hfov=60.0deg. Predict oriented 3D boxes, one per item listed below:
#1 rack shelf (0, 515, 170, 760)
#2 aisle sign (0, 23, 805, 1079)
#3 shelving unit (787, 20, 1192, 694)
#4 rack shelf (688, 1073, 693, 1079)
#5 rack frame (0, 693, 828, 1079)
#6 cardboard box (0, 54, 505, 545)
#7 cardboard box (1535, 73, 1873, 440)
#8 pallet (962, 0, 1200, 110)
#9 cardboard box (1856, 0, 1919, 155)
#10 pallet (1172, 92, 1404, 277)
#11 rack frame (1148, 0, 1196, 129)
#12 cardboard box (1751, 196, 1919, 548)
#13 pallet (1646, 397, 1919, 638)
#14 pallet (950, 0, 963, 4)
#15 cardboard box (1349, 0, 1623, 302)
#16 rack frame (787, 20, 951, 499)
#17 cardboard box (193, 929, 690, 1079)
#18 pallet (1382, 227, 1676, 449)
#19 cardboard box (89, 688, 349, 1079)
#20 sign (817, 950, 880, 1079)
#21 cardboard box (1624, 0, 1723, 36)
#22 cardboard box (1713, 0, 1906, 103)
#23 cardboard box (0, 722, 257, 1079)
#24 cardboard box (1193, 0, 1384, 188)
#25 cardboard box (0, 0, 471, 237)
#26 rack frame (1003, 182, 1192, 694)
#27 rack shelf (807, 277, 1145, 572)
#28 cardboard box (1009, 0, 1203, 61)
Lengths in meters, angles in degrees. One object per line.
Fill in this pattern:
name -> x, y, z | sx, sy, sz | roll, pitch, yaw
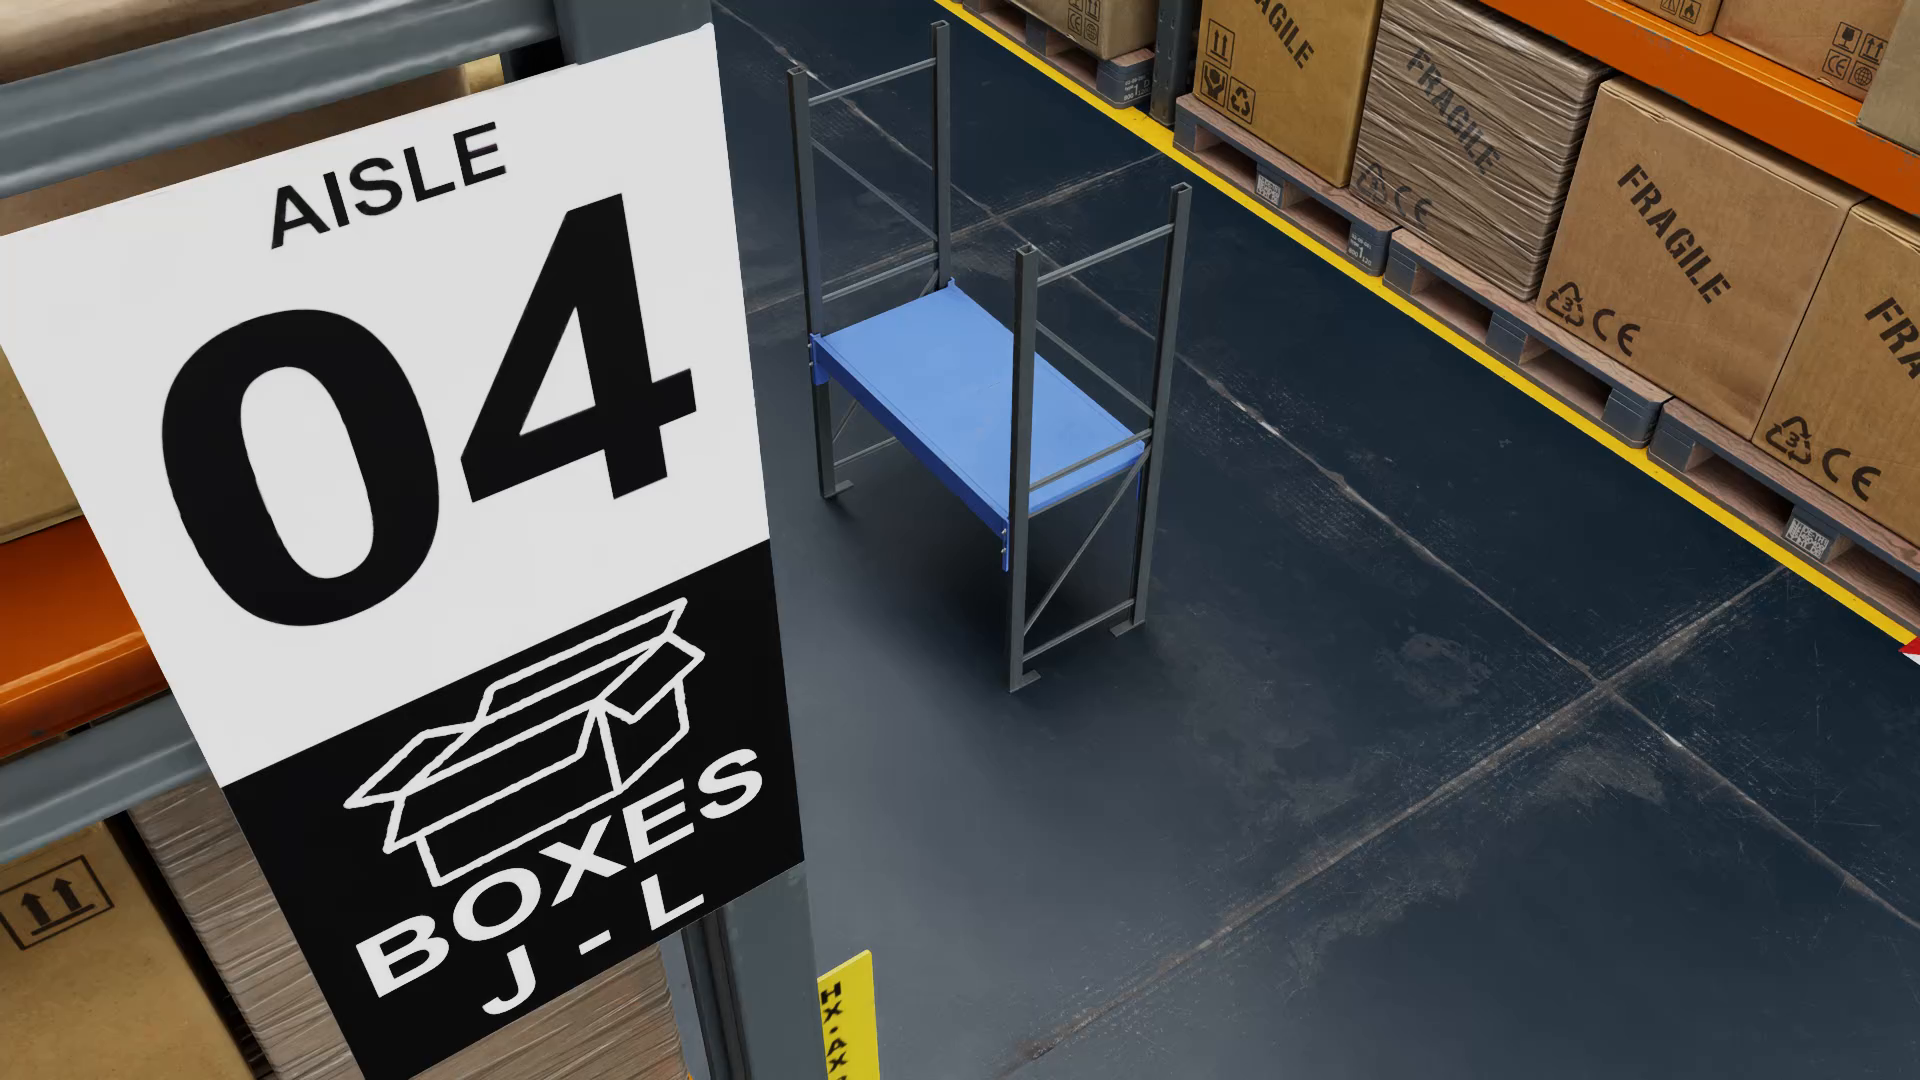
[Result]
rack shelf -> -1.725, -0.859, 2.326 | 1.077, 0.370, 4.000 | -26, 49, -24
aisle sign -> -0.300, 0.075, 1.116 | 0.394, 0.787, 0.004 | -26, 49, -24
shelving unit -> 0.049, -0.494, 4.682 | 0.538, 1.500, 1.048 | -26, 49, -24
rack shelf -> -1.725, 0.226, 3.362 | 1.077, 0.370, 4.000 | -26, 49, -24
rack frame -> -0.581, 1.099, 1.927 | 1.000, 3.000, 0.127 | -26, 49, -24
cardboard box -> -0.645, -0.307, 1.335 | 0.500, 0.250, 0.500 | -24, 49, -23
cardboard box -> 2.598, -1.042, 5.404 | 0.875, 0.875, 0.875 | -26, 50, -25
pallet -> 0.753, -2.467, 7.682 | 1.003, 0.211, 1.213 | -26, 49, -24
cardboard box -> 2.963, -1.353, 4.386 | 0.875, 0.550, 0.550 | -26, 49, -24
pallet -> 1.627, -1.598, 6.772 | 1.003, 0.211, 1.213 | -26, 49, -24
rack frame -> 1.256, -3.069, 6.292 | 1.000, 3.000, 0.127 | -26, 49, -24
cardboard box -> 3.103, -0.545, 4.883 | 0.875, 0.875, 0.875 | -25, 49, -24
pallet -> 3.023, -0.217, 5.324 | 1.003, 0.211, 1.213 | -26, 49, -24
pallet -> 0.051, -3.159, 8.406 | 1.003, 0.211, 1.213 | -26, 49, -24
cardboard box -> 2.078, -1.559, 5.946 | 0.875, 0.875, 0.875 | -25, 49, -24
rack frame -> -0.242, -0.782, 4.983 | 0.500, 1.500, 0.032 | -26, 49, -24
cardboard box -> -0.873, 0.633, 2.127 | 0.875, 0.500, 0.500 | -26, 49, -24
pallet -> 2.329, -0.907, 6.047 | 1.003, 0.211, 1.213 | -26, 49, -24
cardboard box -> -0.672, 0.174, 1.883 | 0.500, 0.500, 0.500 | -26, 49, -24
sign -> -0.136, 0.571, 1.852 | 0.100, 0.325, 0.005 | -26, 49, -24
cardboard box -> 2.408, -2.003, 5.067 | 0.875, 0.550, 0.500 | -26, 49, -24
cardboard box -> 2.745, -1.719, 4.770 | 0.875, 0.550, 0.550 | -26, 49, -24
cardboard box -> -1.099, 0.380, 1.668 | 0.500, 0.500, 0.500 | -26, 49, -24
cardboard box -> 1.559, -2.068, 6.479 | 0.875, 0.875, 0.875 | -25, 49, -24
cardboard box -> -0.549, -0.323, 1.064 | 0.380, 0.149, 0.250 | -26, 49, -25
rack frame -> 0.340, -0.206, 4.380 | 0.500, 1.500, 0.032 | -26, 49, -24
rack shelf -> 0.049, -0.364, 4.806 | 0.538, 0.185, 1.000 | -26, 49, -24
cardboard box -> 0.828, -2.723, 7.255 | 1.050, 0.750, 0.750 | -26, 49, -25
